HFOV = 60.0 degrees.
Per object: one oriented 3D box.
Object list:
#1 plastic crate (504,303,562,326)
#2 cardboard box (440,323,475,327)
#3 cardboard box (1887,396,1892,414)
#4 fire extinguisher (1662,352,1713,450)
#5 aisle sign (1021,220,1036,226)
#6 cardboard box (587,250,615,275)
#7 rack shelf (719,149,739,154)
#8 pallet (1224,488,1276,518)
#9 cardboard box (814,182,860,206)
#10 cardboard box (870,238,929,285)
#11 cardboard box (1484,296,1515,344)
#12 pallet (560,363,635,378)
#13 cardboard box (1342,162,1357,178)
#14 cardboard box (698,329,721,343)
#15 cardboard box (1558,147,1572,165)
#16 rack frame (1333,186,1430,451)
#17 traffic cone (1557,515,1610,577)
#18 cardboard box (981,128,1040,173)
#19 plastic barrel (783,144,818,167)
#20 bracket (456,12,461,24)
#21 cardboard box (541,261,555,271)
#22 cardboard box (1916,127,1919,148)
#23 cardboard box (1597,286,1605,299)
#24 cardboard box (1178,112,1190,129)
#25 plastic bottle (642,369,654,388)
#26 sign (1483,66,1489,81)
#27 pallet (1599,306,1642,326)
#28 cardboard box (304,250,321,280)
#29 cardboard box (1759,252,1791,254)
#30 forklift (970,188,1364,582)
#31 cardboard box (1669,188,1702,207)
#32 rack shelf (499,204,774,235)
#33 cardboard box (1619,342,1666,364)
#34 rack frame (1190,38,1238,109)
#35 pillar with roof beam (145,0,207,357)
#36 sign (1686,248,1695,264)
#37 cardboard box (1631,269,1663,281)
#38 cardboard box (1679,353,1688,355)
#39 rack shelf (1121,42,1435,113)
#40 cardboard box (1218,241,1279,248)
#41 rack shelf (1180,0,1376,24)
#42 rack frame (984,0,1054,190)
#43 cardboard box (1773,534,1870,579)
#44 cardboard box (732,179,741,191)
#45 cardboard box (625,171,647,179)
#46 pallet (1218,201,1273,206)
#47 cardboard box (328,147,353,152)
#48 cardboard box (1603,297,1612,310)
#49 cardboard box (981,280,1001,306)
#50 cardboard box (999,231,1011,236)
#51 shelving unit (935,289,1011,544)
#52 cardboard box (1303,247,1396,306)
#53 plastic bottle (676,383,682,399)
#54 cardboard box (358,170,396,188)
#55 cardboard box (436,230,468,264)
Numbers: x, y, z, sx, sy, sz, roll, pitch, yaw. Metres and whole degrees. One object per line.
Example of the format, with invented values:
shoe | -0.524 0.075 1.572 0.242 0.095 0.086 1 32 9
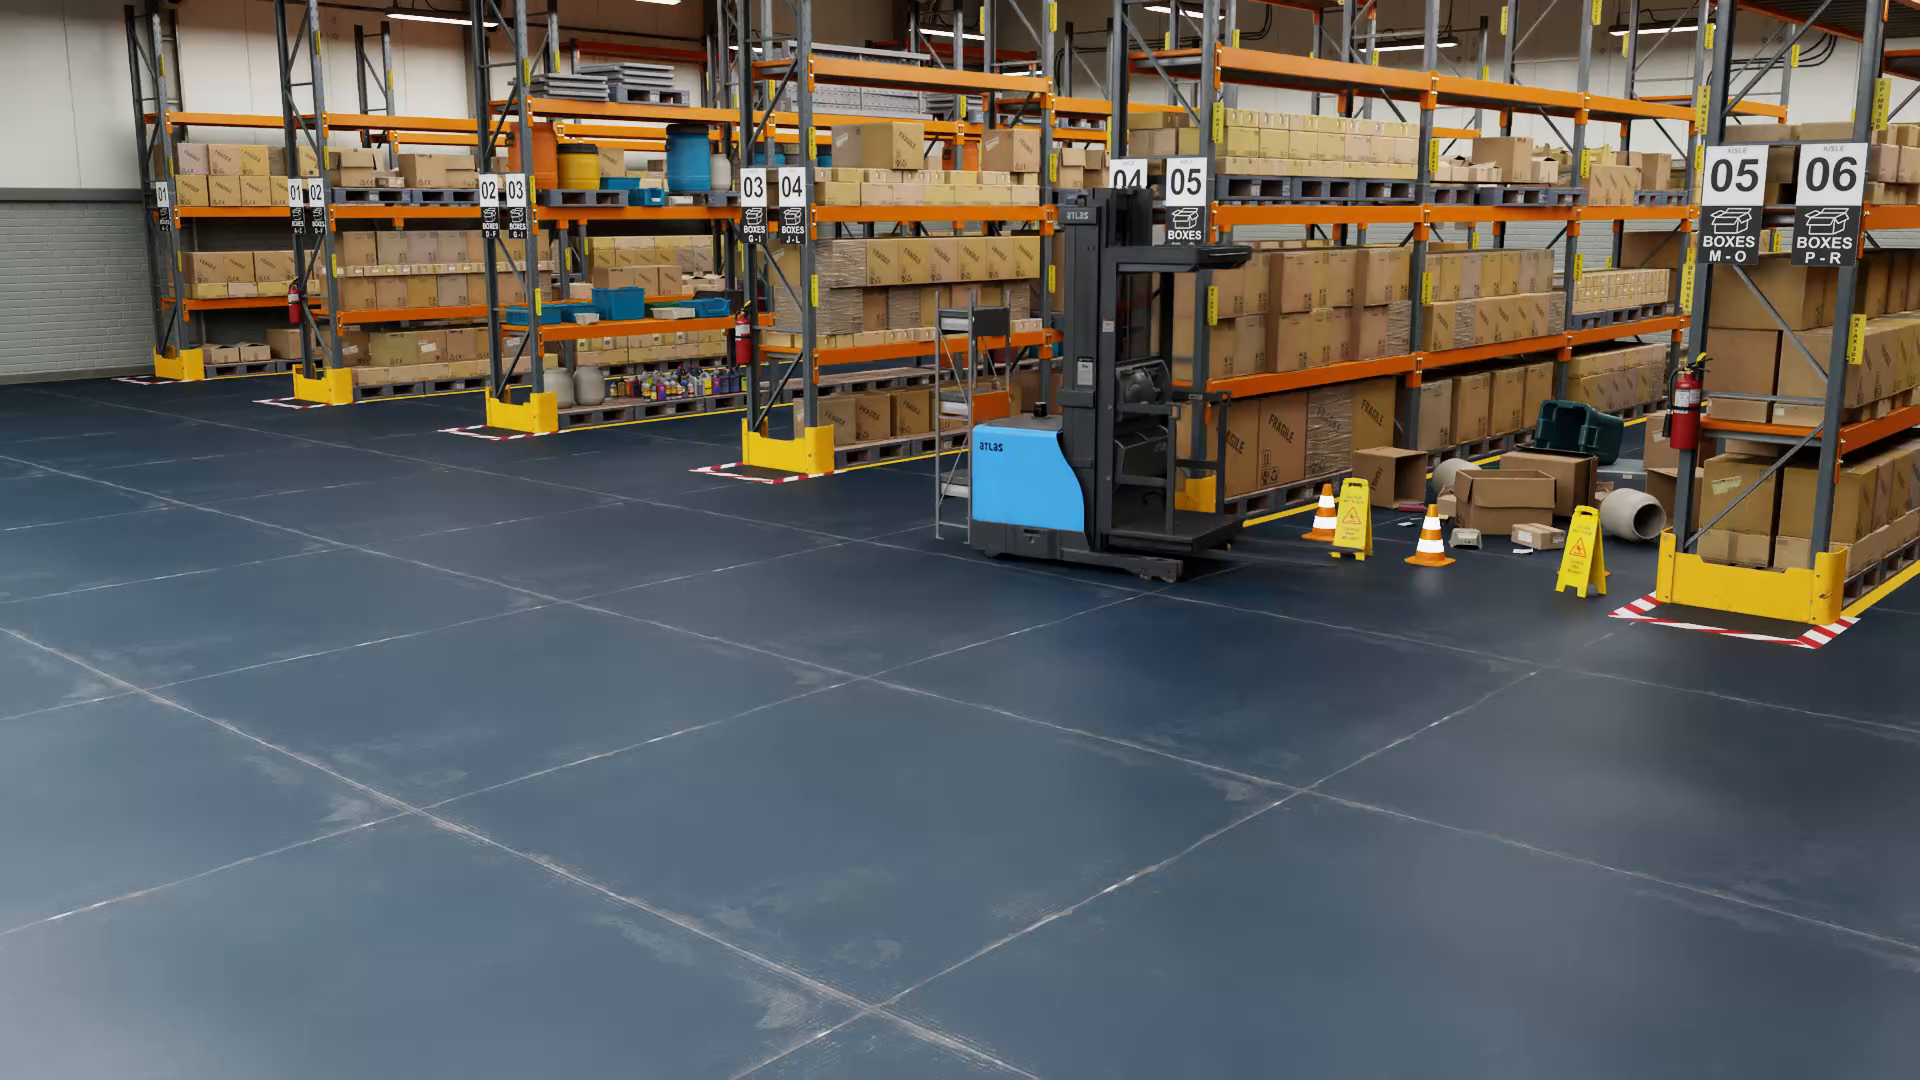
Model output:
plastic crate | -5.546 -2.935 21.626 0.499 0.251 0.616 10 15 40
cardboard box | -7.931 -3.175 26.483 0.500 0.500 0.500 10 15 40
cardboard box | 6.632 -1.015 12.276 0.380 0.149 0.250 10 15 42
fire extinguisher | 5.091 -0.978 11.649 0.296 0.674 0.183 10 15 40
aisle sign | 1.467 -7.136 35.641 0.394 0.787 0.004 10 15 40
cardboard box | -7.300 -5.596 33.506 0.500 0.500 0.500 10 15 42
rack shelf | -3.852 -8.629 37.296 1.077 0.370 4.000 10 15 40
pallet | 2.197 -0.359 15.470 1.003 0.211 1.213 10 15 40
cardboard box | -1.419 -3.690 17.751 0.500 0.250 0.500 10 15 42
cardboard box | -0.699 -3.132 18.667 0.500 0.500 0.500 10 15 40
cardboard box | 5.918 -2.501 18.820 0.500 0.500 0.500 10 15 41
pallet | -6.273 -2.871 28.045 1.003 0.211 1.213 10 15 40
cardboard box | 3.528 -3.507 15.769 0.380 0.149 0.250 10 15 40
cardboard box | -4.588 -3.660 29.392 0.500 0.311 0.500 9 15 39
cardboard box | 7.914 -4.956 21.499 0.396 0.266 0.258 10 15 40
rack frame | 4.368 -2.187 17.504 1.000 3.000 0.127 10 15 40
traffic cone | 4.828 0.040 12.828 0.336 0.463 0.334 10 15 40
cardboard box | 0.604 -4.655 19.911 0.500 0.500 0.500 9 15 39
plastic barrel | -2.407 -5.400 24.649 0.600 0.901 0.600 0 11 0
bracket | -9.328 -9.874 31.481 0.235 0.232 0.430 10 15 40
cardboard box | -6.748 -4.424 26.792 0.380 0.149 0.250 10 15 40
cardboard box | 6.814 -2.910 12.071 0.380 0.149 0.250 10 15 42
cardboard box | 7.996 -3.167 21.217 0.380 0.149 0.250 10 15 41
cardboard box | 1.861 -3.722 14.810 0.380 0.149 0.250 10 15 41
plastic bottle | -4.384 -2.218 23.296 0.144 0.351 0.185 11 15 43
sign | 9.029 -7.975 28.580 0.100 0.325 0.005 10 15 40
pallet | 8.285 -2.978 21.954 1.003 0.211 1.213 10 15 40
cardboard box | -11.199 -4.812 29.064 0.500 0.500 0.500 9 15 39
cardboard box | 6.285 -1.924 12.618 0.700 0.500 0.500 10 15 40
forklift | 1.614 -1.236 12.915 3.031 2.935 1.130 7 13 30
cardboard box | 10.153 -4.796 23.288 0.500 0.250 0.500 11 16 43
rack shelf | -4.332 -4.308 22.298 1.077 0.370 4.000 10 15 40
cardboard box | 9.347 -2.570 22.815 0.500 0.250 0.500 9 15 39
rack frame | 4.910 -8.191 32.247 1.000 3.000 0.127 10 15 40
pillar with roof beam | -10.048 -6.776 25.163 9.100 9.000 0.548 10 15 40
sign | 10.068 -3.861 22.927 0.100 0.325 0.005 10 15 40
cardboard box | 9.354 -3.615 22.701 0.380 0.149 0.250 9 15 39
cardboard box | 10.891 -2.683 24.675 0.380 0.149 0.250 9 14 38
rack shelf | 3.048 -4.286 15.553 1.077 0.370 4.000 10 15 40
cardboard box | 4.277 -4.174 24.634 0.797 0.503 0.637 10 15 42
rack shelf | 4.670 -7.945 24.366 1.077 0.370 4.000 10 15 40
rack frame | 0.709 -5.785 20.201 1.000 3.000 0.127 10 15 40
cardboard box | 6.253 0.086 12.071 0.500 0.250 0.500 10 15 40
cardboard box | -3.827 -6.302 30.190 0.910 0.500 0.500 10 15 40
cardboard box | -6.850 -7.332 34.226 0.700 0.500 0.500 11 16 43
pallet | 3.735 -4.912 23.969 1.213 0.211 1.003 11 16 43
cardboard box | -10.936 -6.594 29.047 0.500 0.500 0.500 11 16 43
cardboard box | 8.162 -3.057 21.427 0.380 0.149 0.250 10 15 42
cardboard box | 0.009 -2.911 20.113 0.875 0.500 0.500 10 15 40
cardboard box | 0.772 -6.254 35.057 0.500 0.500 0.500 10 15 42
shelving unit | 0.109 -1.054 14.127 0.431 2.100 0.503 10 15 40
cardboard box | 3.823 -2.645 16.653 0.875 0.550 0.550 10 15 40
plastic bottle | -3.863 -2.045 22.813 0.097 0.201 0.097 0 11 0
cardboard box | -8.808 -5.412 24.943 0.500 0.250 0.500 10 15 40
cardboard box | -8.012 -4.522 25.627 0.700 0.500 0.500 10 15 40
